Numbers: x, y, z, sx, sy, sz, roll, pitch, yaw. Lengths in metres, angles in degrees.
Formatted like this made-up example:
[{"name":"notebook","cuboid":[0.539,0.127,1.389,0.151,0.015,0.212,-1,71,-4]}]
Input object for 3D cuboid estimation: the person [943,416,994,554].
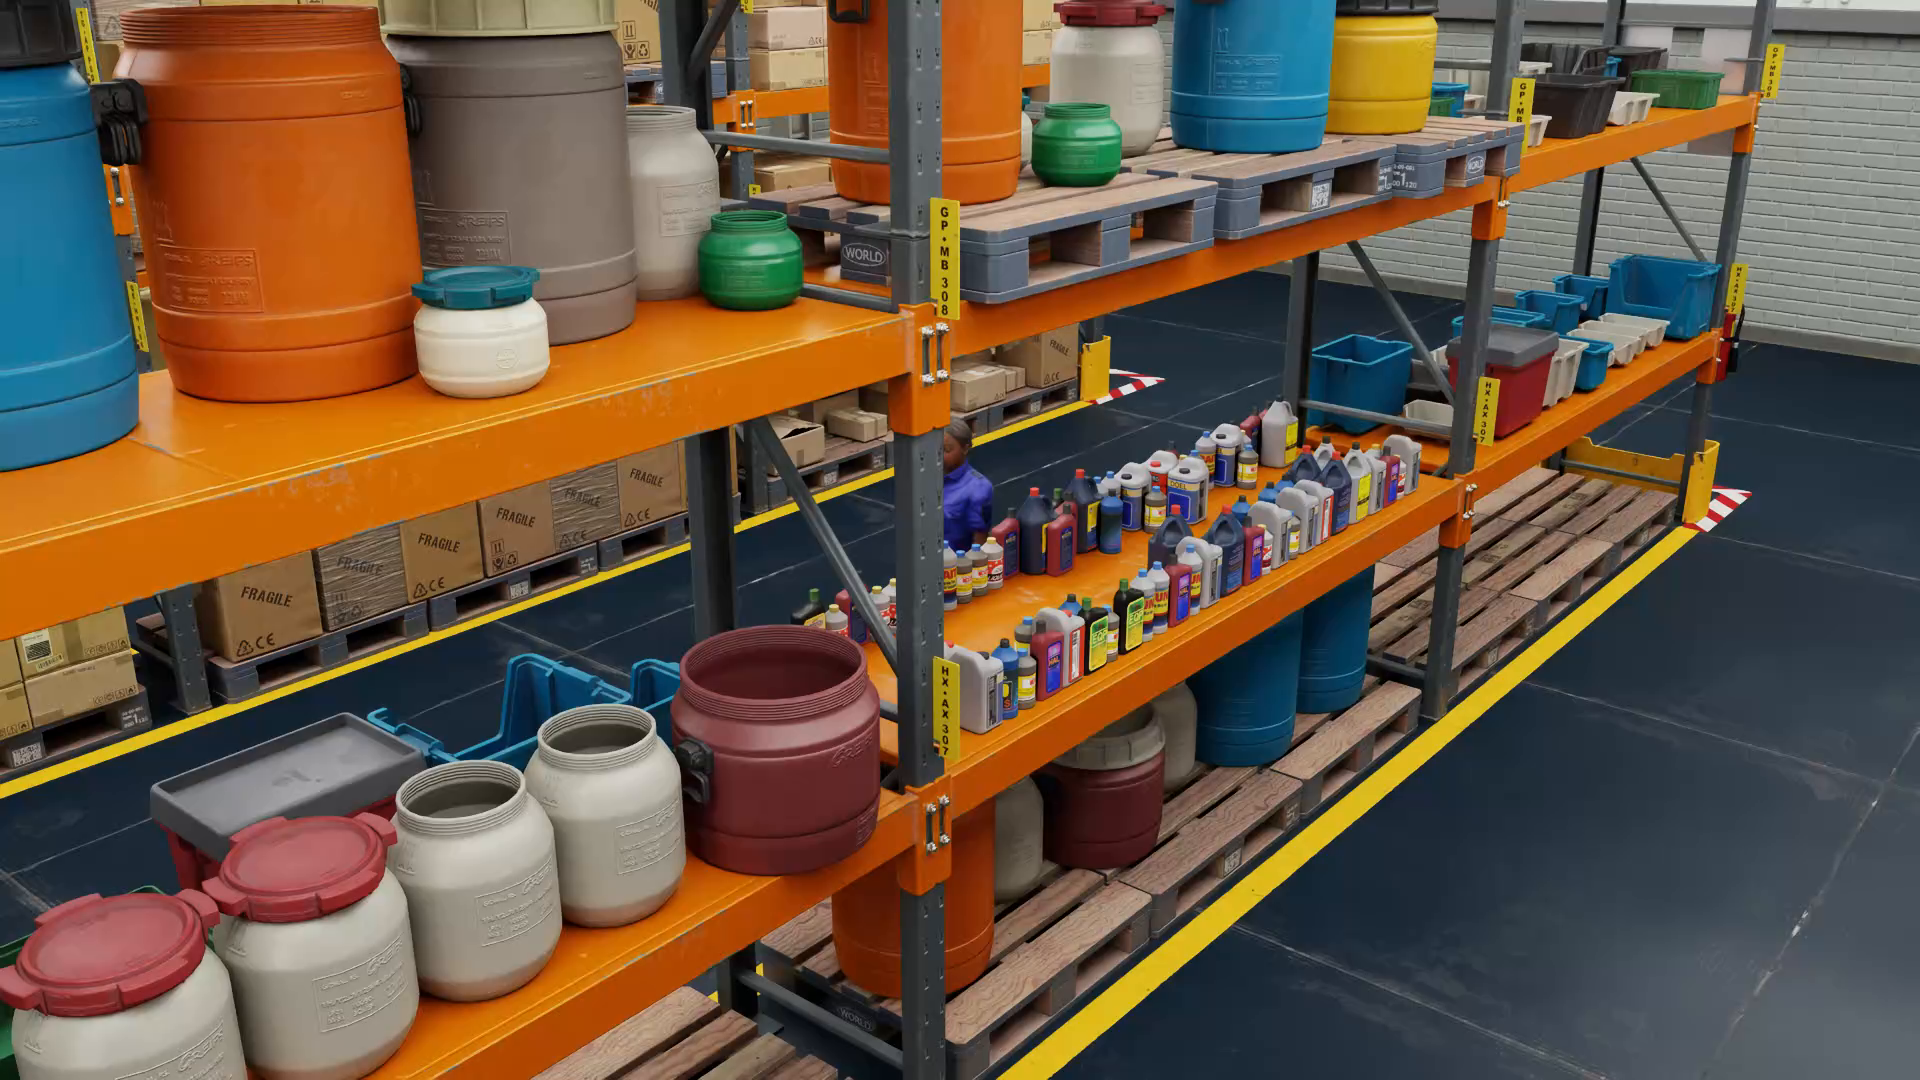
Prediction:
[{"name":"person","cuboid":[-0.057,0.217,8.003,0.439,1.658,0.408,16,26,37]}]
